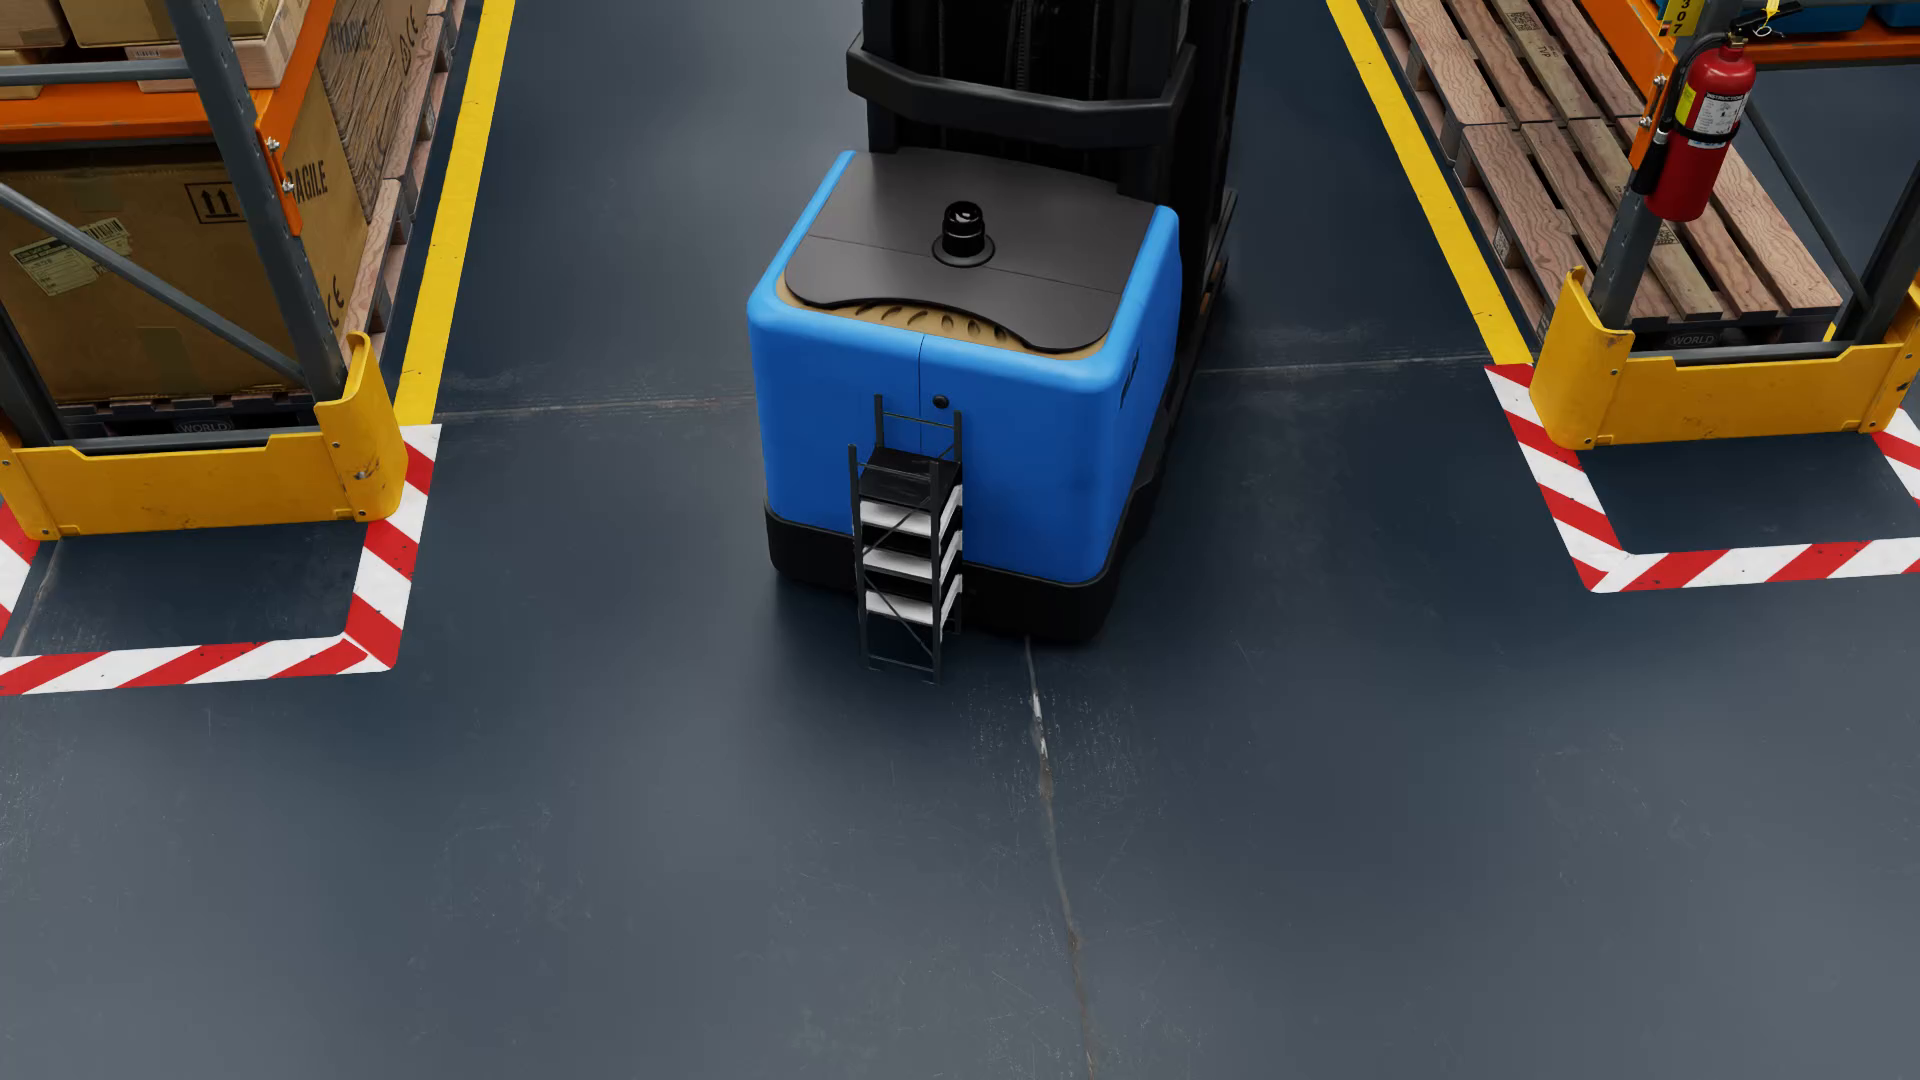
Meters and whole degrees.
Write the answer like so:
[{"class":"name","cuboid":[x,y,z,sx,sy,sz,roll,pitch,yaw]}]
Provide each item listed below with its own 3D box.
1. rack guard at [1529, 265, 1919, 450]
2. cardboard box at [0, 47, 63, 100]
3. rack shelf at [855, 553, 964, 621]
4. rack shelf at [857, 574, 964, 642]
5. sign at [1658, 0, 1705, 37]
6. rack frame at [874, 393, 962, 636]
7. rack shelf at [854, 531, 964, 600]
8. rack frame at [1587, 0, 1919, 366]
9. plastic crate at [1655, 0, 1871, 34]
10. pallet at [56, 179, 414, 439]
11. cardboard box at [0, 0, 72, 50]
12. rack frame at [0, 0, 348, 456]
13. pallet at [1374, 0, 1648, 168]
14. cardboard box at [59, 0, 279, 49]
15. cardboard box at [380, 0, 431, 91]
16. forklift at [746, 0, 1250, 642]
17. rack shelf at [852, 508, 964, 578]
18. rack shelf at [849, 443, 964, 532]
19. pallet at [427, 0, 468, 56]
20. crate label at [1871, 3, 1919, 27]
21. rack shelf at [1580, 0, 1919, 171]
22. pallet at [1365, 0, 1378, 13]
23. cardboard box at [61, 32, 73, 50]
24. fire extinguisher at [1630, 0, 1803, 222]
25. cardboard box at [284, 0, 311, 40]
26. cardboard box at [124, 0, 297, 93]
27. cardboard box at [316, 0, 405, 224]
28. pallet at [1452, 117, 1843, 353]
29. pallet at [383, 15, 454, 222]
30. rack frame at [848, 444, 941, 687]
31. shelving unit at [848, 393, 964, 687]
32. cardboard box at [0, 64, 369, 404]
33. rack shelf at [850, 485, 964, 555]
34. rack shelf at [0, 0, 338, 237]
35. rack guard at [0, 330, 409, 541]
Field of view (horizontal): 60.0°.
[{"class":"rack guard","cuboid":[2.550,-0.627,5.499,1.175,0.500,0.348,-3,47,-3]},{"class":"cardboard box","cuboid":[-2.758,-1.353,4.639,0.380,0.149,0.250,-3,47,-3]},{"class":"rack shelf","cuboid":[-0.141,0.106,4.700,0.258,0.077,0.200,13,48,12]},{"class":"rack shelf","cuboid":[-0.141,0.167,4.765,0.258,0.077,0.200,13,48,12]},{"class":"sign","cuboid":[1.988,-1.514,4.506,0.100,0.325,0.005,-3,47,-3]},{"class":"rack frame","cuboid":[-0.111,-0.050,4.677,0.240,0.900,0.006,13,48,12]},{"class":"rack shelf","cuboid":[-0.141,0.044,4.635,0.258,0.077,0.200,13,48,12]},{"class":"rack frame","cuboid":[2.535,-1.503,4.608,1.000,3.000,0.127,-3,47,-3]},{"class":"plastic crate","cuboid":[2.321,-1.767,4.792,0.616,0.435,0.499,-3,47,-3]},{"class":"pallet","cuboid":[-2.545,-0.817,5.878,1.003,0.211,1.213,-3,47,-3]},{"class":"cardboard box","cuboid":[-2.705,-1.587,4.586,0.500,0.250,0.500,-4,47,-4]},{"class":"rack frame","cuboid":[-2.400,-1.202,4.322,1.000,3.000,0.127,-3,47,-3]},{"class":"pallet","cuboid":[2.406,-2.024,7.021,1.003,0.211,1.213,-3,47,-3]},{"class":"cardboard box","cuboid":[-2.172,-1.616,4.613,0.500,0.250,0.500,-5,47,-4]},{"class":"cardboard box","cuboid":[-2.684,-2.376,6.609,0.875,0.875,0.875,-3,47,-3]},{"class":"forklift","cuboid":[0.338,-1.804,4.940,1.130,2.935,3.031,13,48,12]},{"class":"rack shelf","cuboid":[-0.141,-0.018,4.569,0.258,0.077,0.200,13,48,12]},{"class":"rack shelf","cuboid":[-0.141,-0.142,4.439,0.258,0.077,0.200,13,48,12]},{"class":"pallet","cuboid":[-2.750,-2.582,7.550,1.003,0.211,1.213,-3,47,-3]},{"class":"crate label","cuboid":[2.843,-1.665,4.835,0.416,0.233,0.303,-3,47,-3]},{"class":"rack shelf","cuboid":[2.368,-2.703,6.239,1.077,0.370,4.000,-3,47,-3]},{"class":"pallet","cuboid":[2.301,-2.909,7.859,1.003,0.211,1.213,-3,47,-3]},{"class":"cardboard box","cuboid":[-2.782,-1.541,4.817,0.380,0.149,0.250,-3,47,-3]},{"class":"fire extinguisher","cuboid":[2.095,-1.211,4.642,0.296,0.674,0.183,-3,47,-3]},{"class":"cardboard box","cuboid":[-2.124,-1.578,4.852,0.380,0.149,0.250,-4,47,-4]},{"class":"cardboard box","cuboid":[-2.101,-1.393,4.676,0.380,0.149,0.250,-3,47,-3]},{"class":"cardboard box","cuboid":[-2.610,-1.732,5.999,0.875,0.875,0.875,-3,47,-3]},{"class":"pallet","cuboid":[2.505,-1.143,6.187,1.003,0.211,1.213,-3,47,-3]},{"class":"pallet","cuboid":[-2.644,-1.698,6.712,1.003,0.211,1.213,-3,47,-3]},{"class":"rack frame","cuboid":[-0.171,0.091,4.544,0.240,0.900,0.006,13,48,12]},{"class":"shelving unit","cuboid":[-0.141,0.021,4.611,0.258,0.900,0.210,13,48,12]},{"class":"cardboard box","cuboid":[-2.534,-1.074,5.375,0.875,0.875,0.875,-3,47,-3]},{"class":"rack shelf","cuboid":[-0.141,-0.080,4.504,0.258,0.077,0.200,13,48,12]},{"class":"rack shelf","cuboid":[-2.568,-2.402,5.954,1.077,0.370,4.000,-3,47,-3]},{"class":"rack guard","cuboid":[-2.398,-0.325,5.214,1.175,0.500,0.348,-3,47,-3]}]
